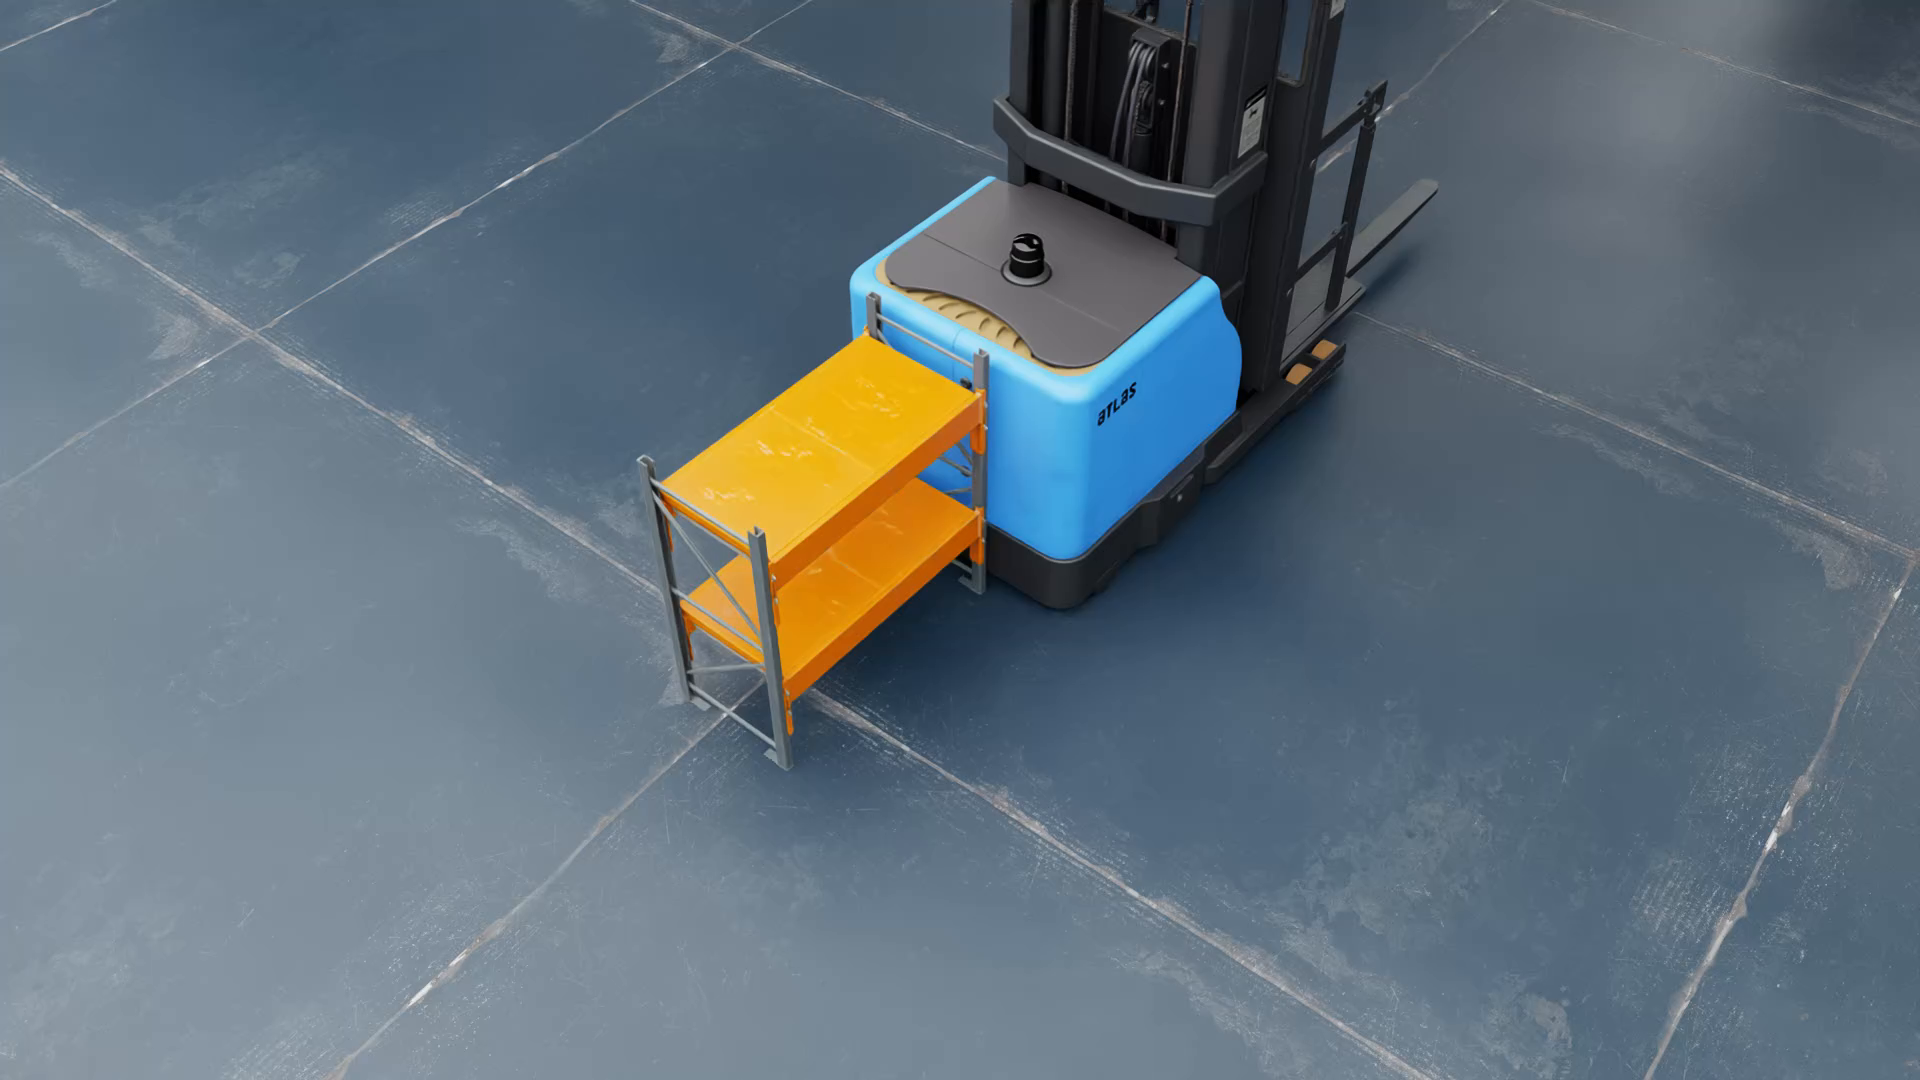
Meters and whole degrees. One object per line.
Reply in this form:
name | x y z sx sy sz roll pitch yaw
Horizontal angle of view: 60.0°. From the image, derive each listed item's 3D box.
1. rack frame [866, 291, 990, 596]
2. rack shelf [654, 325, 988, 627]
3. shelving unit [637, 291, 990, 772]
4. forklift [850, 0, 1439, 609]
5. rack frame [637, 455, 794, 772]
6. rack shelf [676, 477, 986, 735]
rack frame | -0.108 -0.310 5.768 0.500 1.125 0.032 31 54 26
rack shelf | -0.432 -0.228 5.286 0.538 0.278 1.000 31 54 26
shelving unit | -0.432 -0.026 5.497 0.538 1.125 1.048 31 54 26
forklift | 0.934 -1.772 5.916 1.130 2.935 3.031 31 54 26
rack frame | -0.755 0.257 5.226 0.500 1.125 0.032 31 54 26
rack shelf | -0.432 0.143 5.674 0.538 0.278 1.000 31 54 26
